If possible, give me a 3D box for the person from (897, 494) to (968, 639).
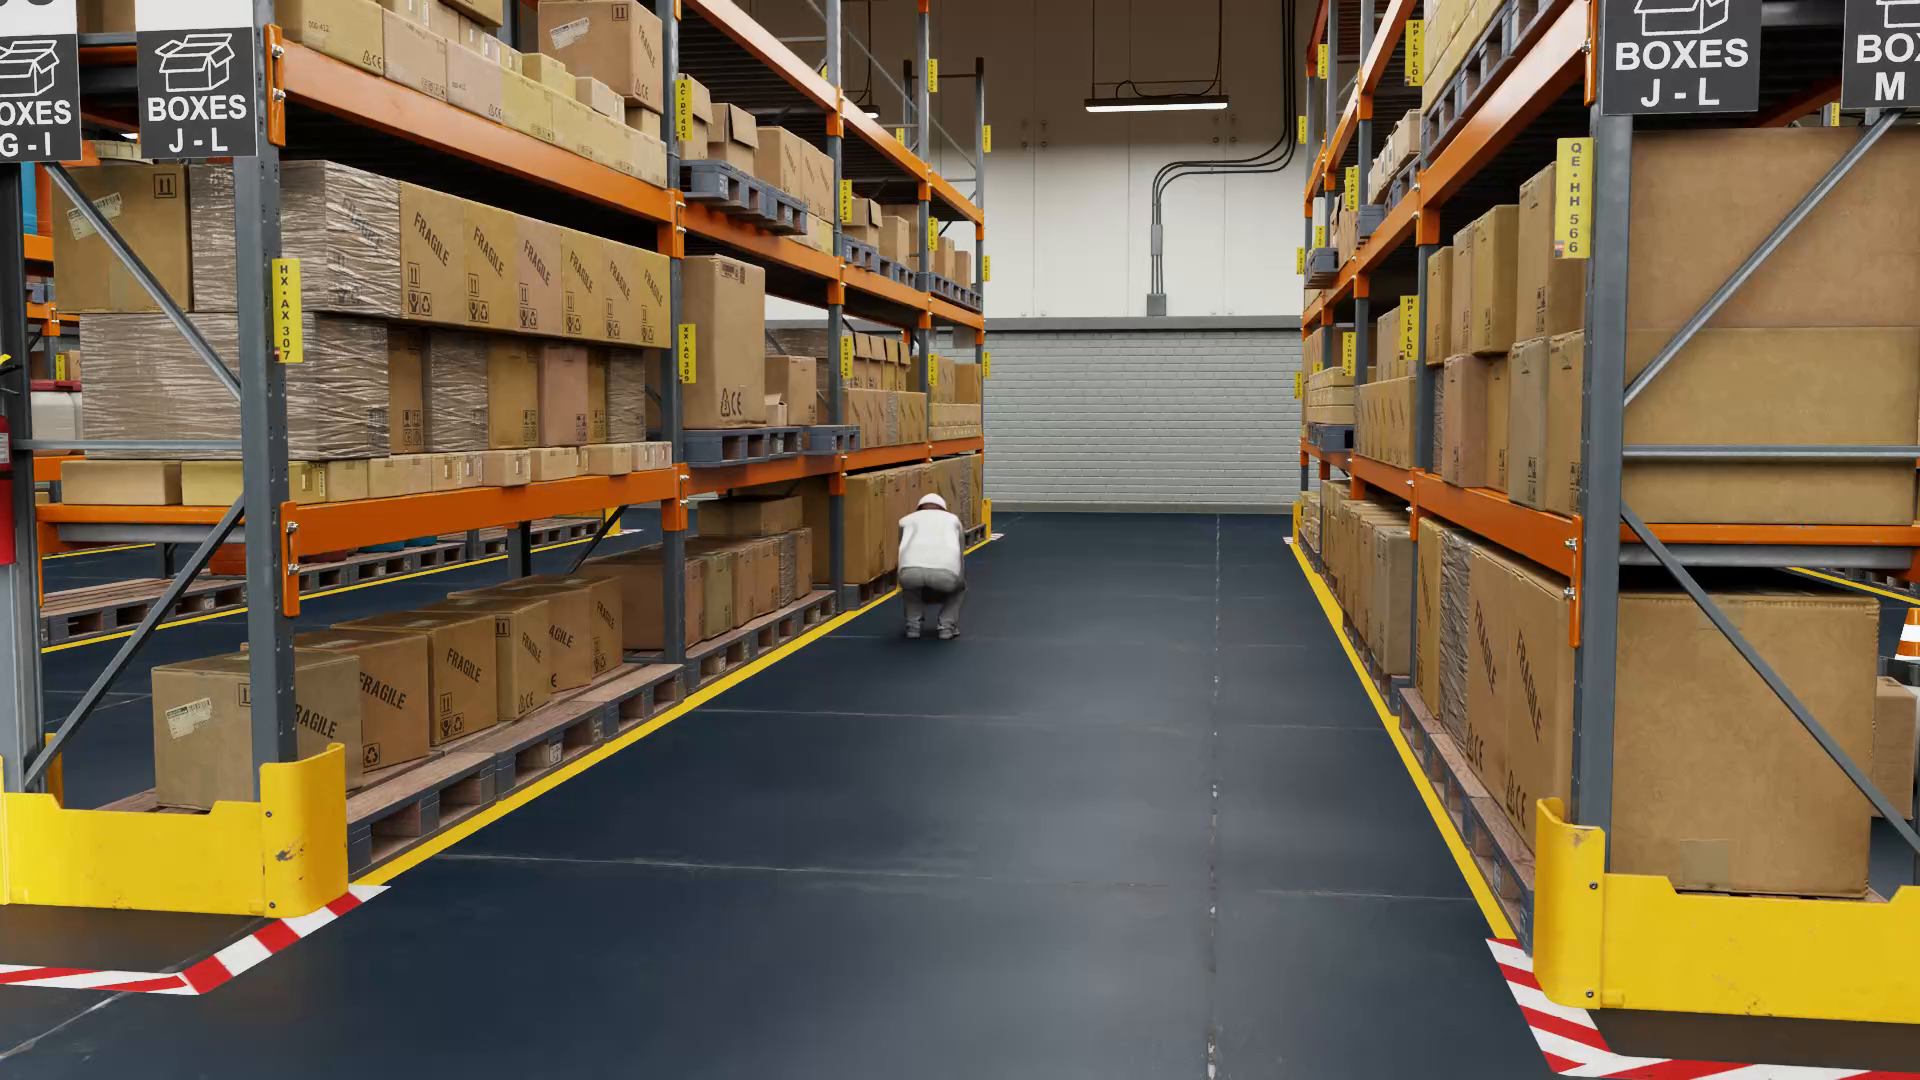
[{"bbox_3d":[-0.205,0.188,12.064,0.510,1.005,0.920,1,4,7],"label":"person"}]
